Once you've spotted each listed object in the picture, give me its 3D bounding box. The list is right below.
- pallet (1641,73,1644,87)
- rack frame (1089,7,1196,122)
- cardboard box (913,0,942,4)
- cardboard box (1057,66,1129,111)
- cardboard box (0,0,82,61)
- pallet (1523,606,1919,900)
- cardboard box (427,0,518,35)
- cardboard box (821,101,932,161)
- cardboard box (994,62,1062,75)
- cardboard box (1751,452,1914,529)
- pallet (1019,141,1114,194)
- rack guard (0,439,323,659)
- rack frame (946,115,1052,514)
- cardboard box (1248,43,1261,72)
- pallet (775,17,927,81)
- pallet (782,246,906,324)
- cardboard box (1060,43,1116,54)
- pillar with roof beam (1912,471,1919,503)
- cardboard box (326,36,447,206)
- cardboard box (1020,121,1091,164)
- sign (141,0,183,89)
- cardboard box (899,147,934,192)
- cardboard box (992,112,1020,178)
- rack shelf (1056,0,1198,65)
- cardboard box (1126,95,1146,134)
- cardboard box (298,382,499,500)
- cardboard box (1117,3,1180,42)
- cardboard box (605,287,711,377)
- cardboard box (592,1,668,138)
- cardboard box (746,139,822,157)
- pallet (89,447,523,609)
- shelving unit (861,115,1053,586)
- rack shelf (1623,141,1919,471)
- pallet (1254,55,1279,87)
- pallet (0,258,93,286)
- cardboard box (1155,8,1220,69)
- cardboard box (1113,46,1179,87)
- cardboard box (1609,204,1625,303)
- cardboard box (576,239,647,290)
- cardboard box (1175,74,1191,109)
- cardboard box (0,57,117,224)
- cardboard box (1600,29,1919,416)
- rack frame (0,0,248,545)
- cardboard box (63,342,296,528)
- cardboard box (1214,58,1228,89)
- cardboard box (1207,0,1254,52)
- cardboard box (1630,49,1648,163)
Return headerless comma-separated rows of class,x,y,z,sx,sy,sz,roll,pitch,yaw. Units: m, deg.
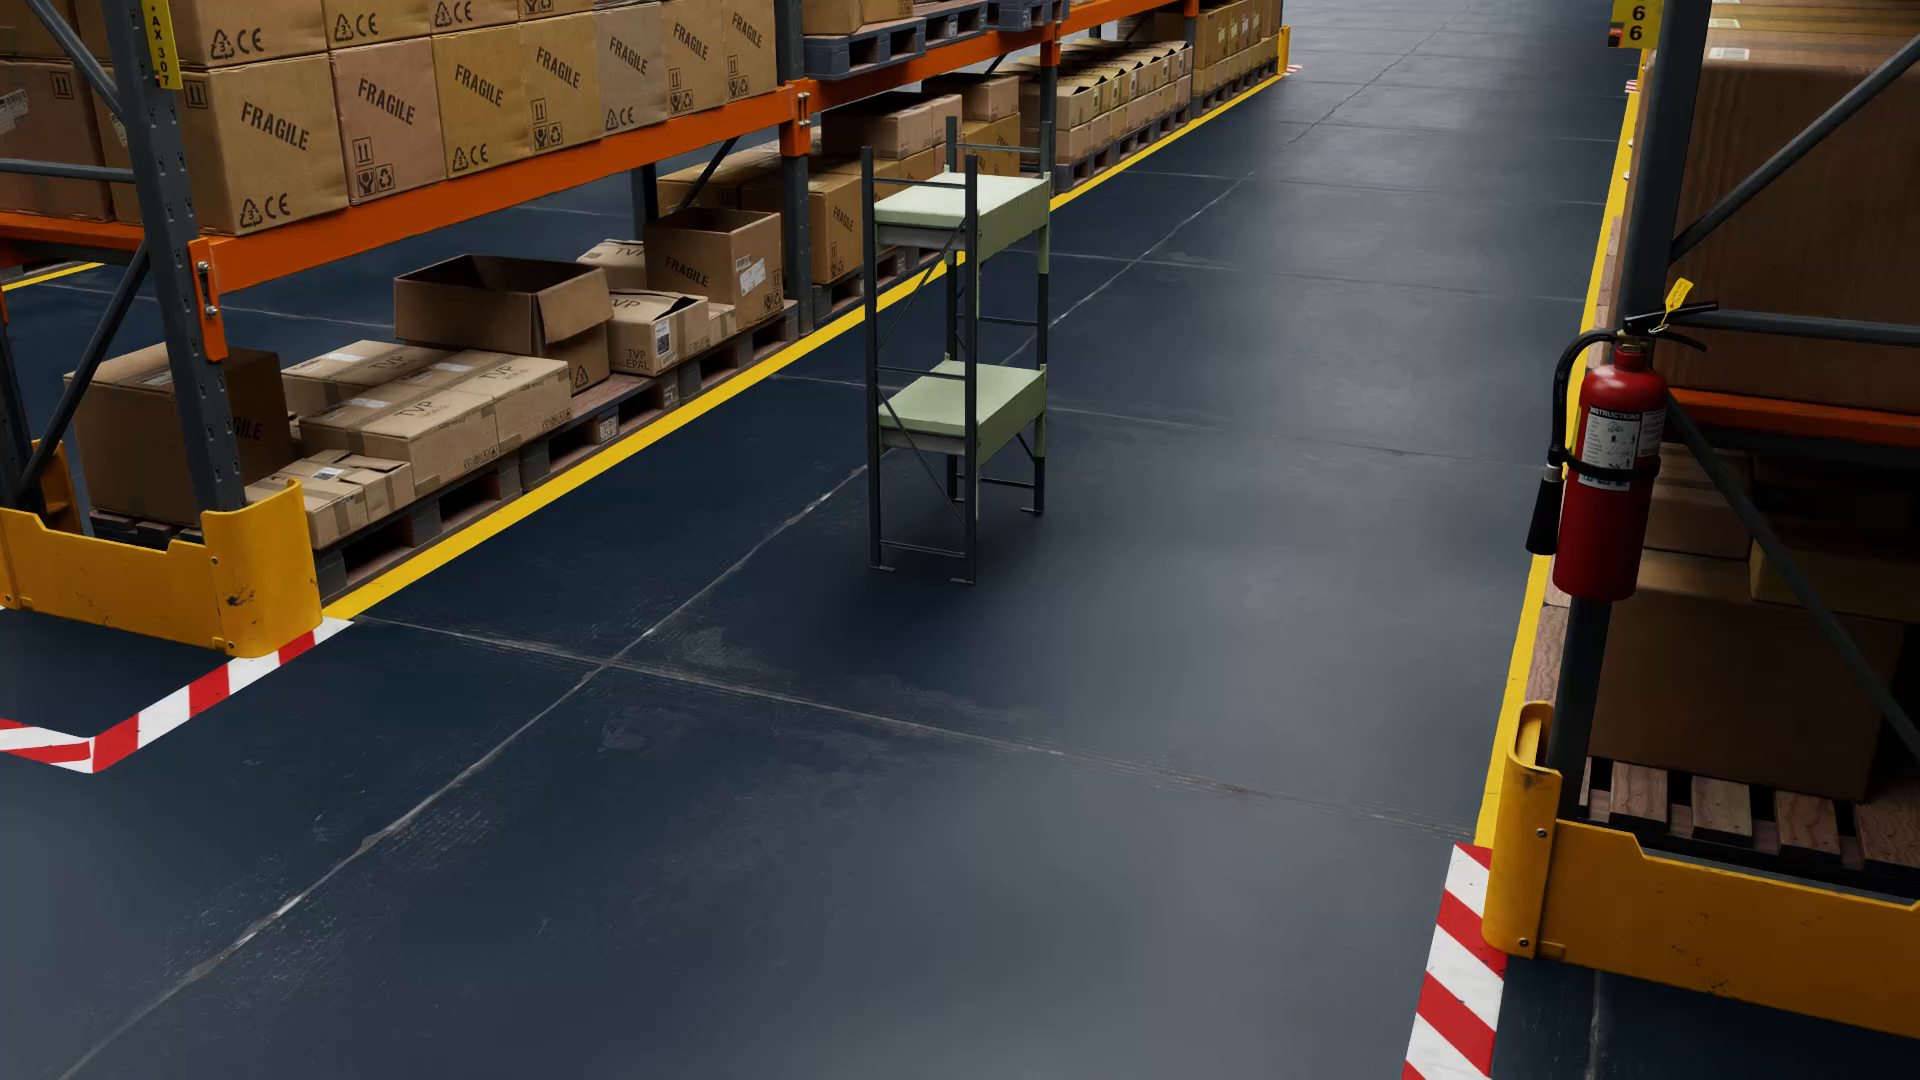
pallet,7.425,-4.532,16.825,1.003,0.211,1.213,9,24,20
rack frame,1.701,-5.408,15.305,1.000,3.000,0.127,9,24,20
cardboard box,-0.431,-3.675,10.481,0.700,0.500,0.500,14,26,30
cardboard box,1.062,-3.677,13.456,0.500,0.311,0.500,8,24,19
cardboard box,-2.846,-1.820,5.288,0.500,0.500,0.500,9,24,20
pallet,2.069,0.584,4.579,1.003,0.211,1.213,9,24,20
cardboard box,-1.969,-2.109,5.979,0.500,0.500,0.500,9,24,21
cardboard box,-0.493,-2.437,9.891,0.500,0.250,0.500,9,24,20
cardboard box,0.559,-3.750,13.631,0.500,0.311,0.500,9,24,20
cardboard box,2.339,-0.118,4.498,0.380,0.149,0.250,9,24,20
pallet,0.558,-2.979,13.107,1.003,0.211,1.213,9,24,20
rack guard,-2.728,0.013,5.571,1.175,0.500,0.348,9,24,20
rack frame,0.138,-0.825,6.280,0.400,1.500,0.023,9,24,20
cardboard box,2.904,-5.170,17.758,0.500,0.250,0.500,9,24,20
pallet,-0.872,-2.727,9.135,1.003,0.211,1.213,9,24,20
pallet,-1.003,-1.555,9.698,1.003,0.211,1.213,9,24,20
cardboard box,1.126,-4.301,14.950,0.500,0.311,0.500,8,24,19
pillar with roof beam,-0.123,-4.847,6.179,9.100,9.000,0.400,9,24,20
cardboard box,-2.160,-1.466,5.738,0.500,0.500,0.500,9,24,20
cardboard box,0.683,-3.047,12.675,0.500,0.250,0.500,9,24,20
sign,-2.252,-1.435,4.671,0.100,0.325,0.005,9,24,20
cardboard box,-0.484,-2.103,10.065,0.500,0.500,0.500,9,24,21
cardboard box,0.086,-2.658,11.393,0.500,0.500,0.500,10,25,22
rack shelf,0.959,-4.360,13.730,1.077,0.370,4.000,9,24,20
cardboard box,1.247,-3.597,13.992,0.500,0.250,0.500,9,24,21
cardboard box,-2.105,-0.381,6.266,0.500,0.250,0.500,9,24,20
cardboard box,1.867,-5.053,16.506,0.500,0.500,0.500,9,24,20
cardboard box,-1.497,-0.994,7.656,0.500,0.311,0.500,9,24,20
cardboard box,-1.596,-2.007,7.032,0.500,0.500,0.500,9,24,21
cardboard box,-0.975,-2.167,10.219,0.500,0.500,0.500,9,24,21
pallet,-2.432,-0.139,6.310,1.003,0.211,1.213,9,24,20
shelving unit,0.002,-0.694,5.967,0.431,1.500,0.755,9,24,20
rack shelf,2.588,-0.789,5.181,1.077,0.370,4.000,9,24,20
pallet,2.942,-5.273,18.599,1.003,0.211,1.213,9,24,20
pallet,-6.105,-1.700,10.046,1.003,0.211,1.213,9,24,20
cardboard box,2.164,-4.800,15.899,0.500,0.500,0.500,9,24,20
cardboard box,1.630,-4.218,14.752,0.500,0.311,0.500,9,24,22
cardboard box,3.779,-1.609,8.453,0.750,0.750,0.750,10,24,22
cardboard box,-1.627,-1.388,8.599,0.500,0.311,0.500,9,24,20
cardboard box,1.817,-4.143,15.299,0.500,0.250,0.500,9,24,20
cardboard box,-2.842,-1.359,5.482,0.500,0.500,0.500,10,25,22
cardboard box,2.025,-0.728,3.712,0.980,0.700,0.700,10,25,22
rack frame,-2.756,-1.113,5.024,1.000,3.000,0.127,9,24,20
cardboard box,-2.783,-0.393,5.971,0.500,0.500,0.500,9,24,20
cardboard box,2.346,-4.633,16.474,0.500,0.250,0.500,9,24,20
cardboard box,2.720,-5.337,17.185,0.500,0.500,0.500,9,24,20
cardboard box,2.838,-1.523,5.616,0.980,0.700,0.700,8,24,19
